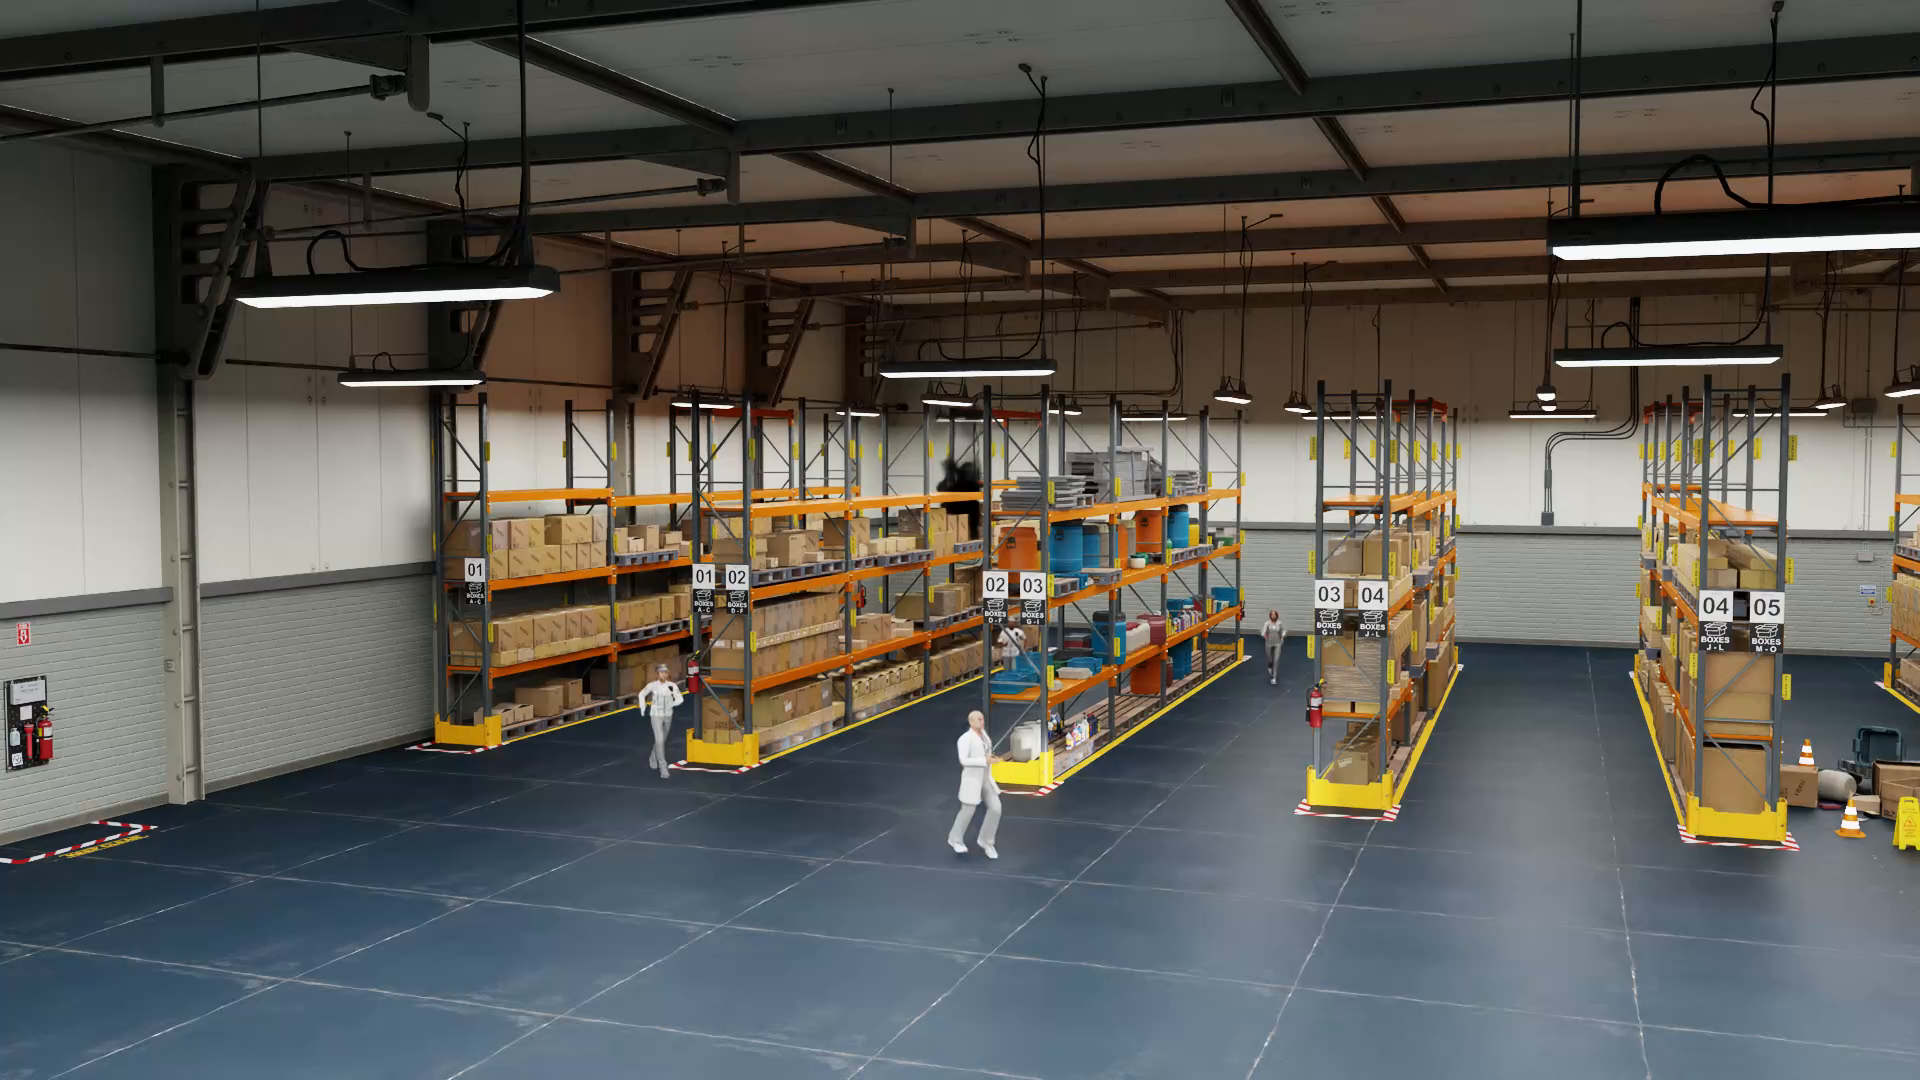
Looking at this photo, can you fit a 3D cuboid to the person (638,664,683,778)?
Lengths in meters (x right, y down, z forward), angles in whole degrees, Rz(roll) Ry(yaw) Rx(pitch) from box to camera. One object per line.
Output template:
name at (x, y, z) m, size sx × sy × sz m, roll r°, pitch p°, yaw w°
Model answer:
person at (-4.606, 2.770, 25.804) m, size 0.656 × 1.712 × 0.843 m, roll -2°, pitch 4°, yaw -32°

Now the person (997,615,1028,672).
person at (1.046, 2.353, 33.495) m, size 0.575 × 1.680 × 0.938 m, roll 1°, pitch 3°, yaw 13°

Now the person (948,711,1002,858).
person at (0.193, 3.026, 20.513) m, size 0.840 × 1.856 × 0.708 m, roll 3°, pitch 4°, yaw 42°

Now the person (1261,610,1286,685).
person at (6.785, 2.306, 35.981) m, size 0.537 × 1.572 × 0.798 m, roll 0°, pitch 3°, yaw 9°
